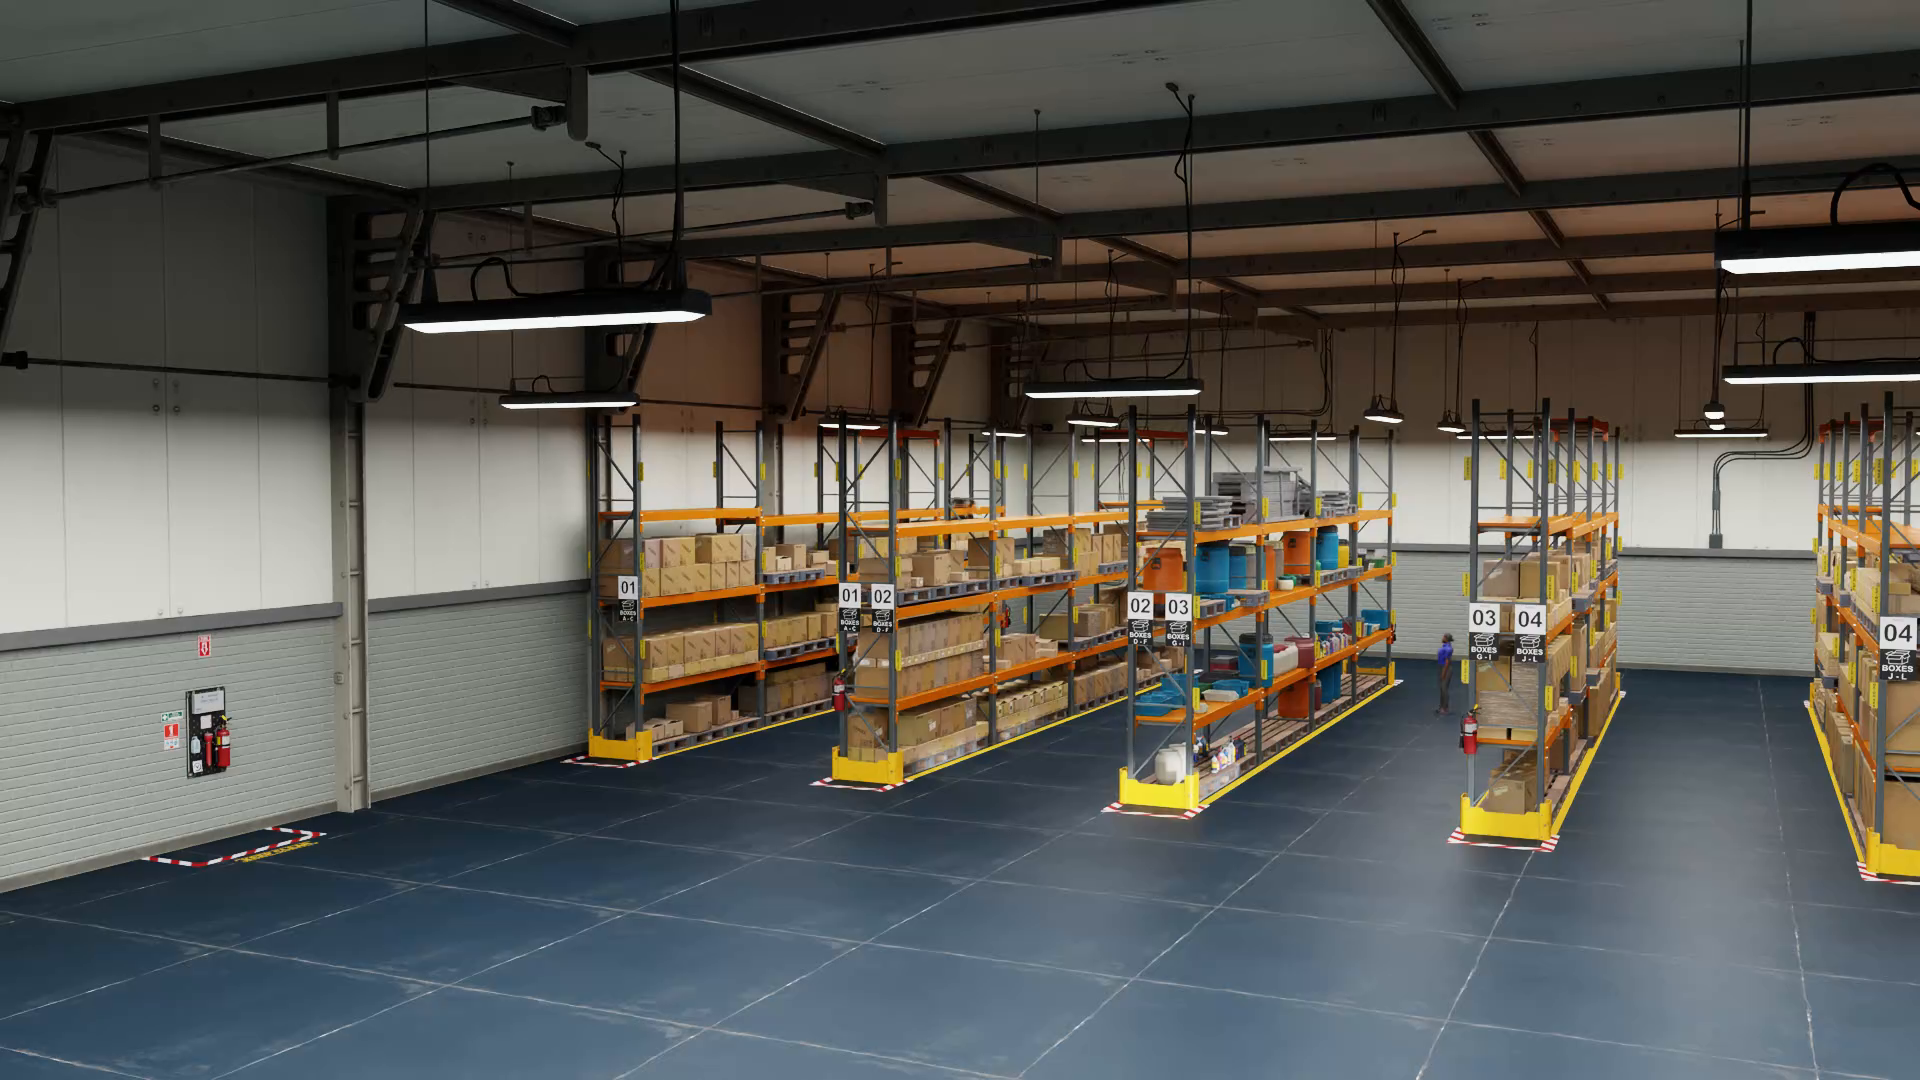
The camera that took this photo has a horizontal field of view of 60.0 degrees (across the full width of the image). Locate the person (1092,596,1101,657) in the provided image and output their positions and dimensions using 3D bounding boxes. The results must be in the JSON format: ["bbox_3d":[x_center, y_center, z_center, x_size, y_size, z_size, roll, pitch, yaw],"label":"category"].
[{"bbox_3d":[3.560,2.341,44.204,0.560,1.733,0.557,1,2,13],"label":"person"}]

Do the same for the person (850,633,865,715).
[{"bbox_3d":[-2.070,2.758,34.181,0.396,1.674,0.498,0,2,2],"label":"person"}]

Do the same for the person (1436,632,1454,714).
[{"bbox_3d":[10.050,2.774,34.616,0.455,1.702,0.501,0,2,-7],"label":"person"}]
